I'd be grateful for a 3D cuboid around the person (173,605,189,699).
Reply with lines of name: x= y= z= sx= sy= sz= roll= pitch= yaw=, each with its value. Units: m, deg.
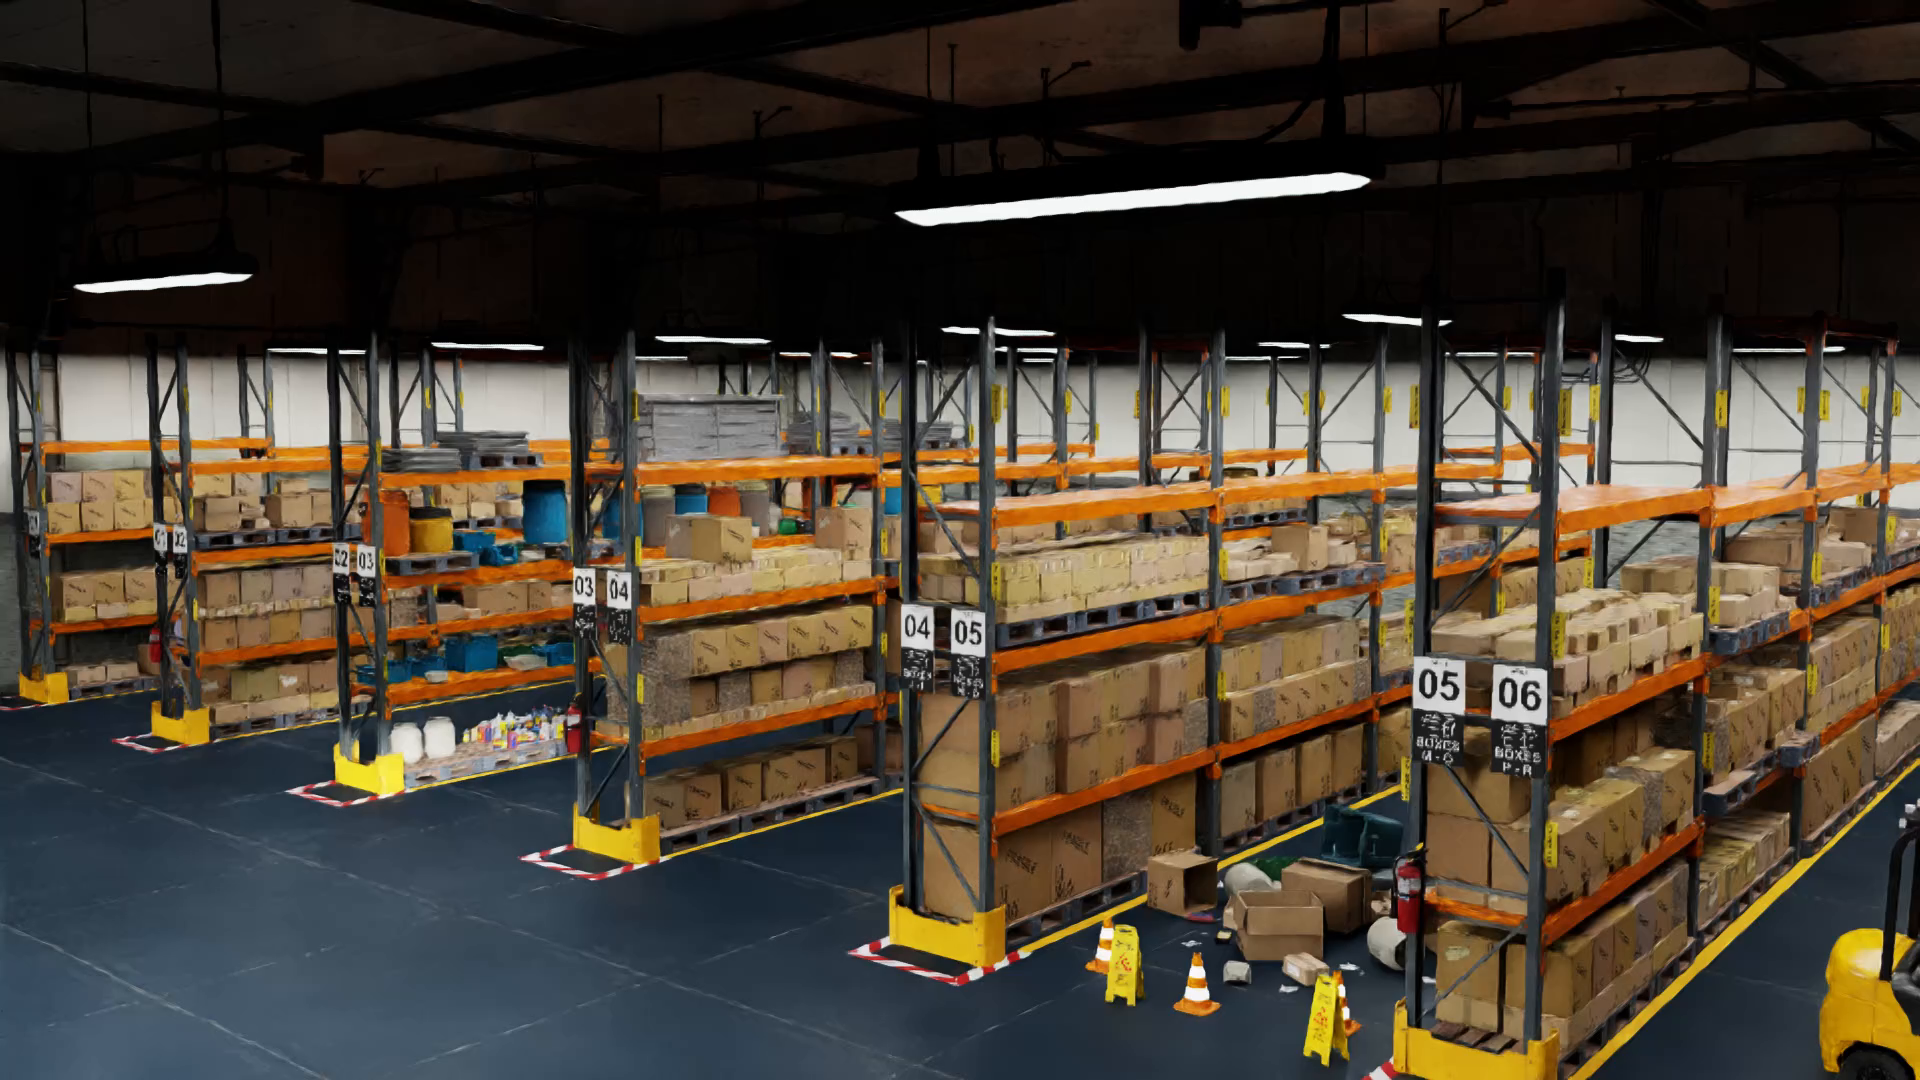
person: x=-12.992 y=1.854 z=28.038 sx=0.516 sy=1.595 sz=0.942 roll=1 pitch=5 yaw=16
